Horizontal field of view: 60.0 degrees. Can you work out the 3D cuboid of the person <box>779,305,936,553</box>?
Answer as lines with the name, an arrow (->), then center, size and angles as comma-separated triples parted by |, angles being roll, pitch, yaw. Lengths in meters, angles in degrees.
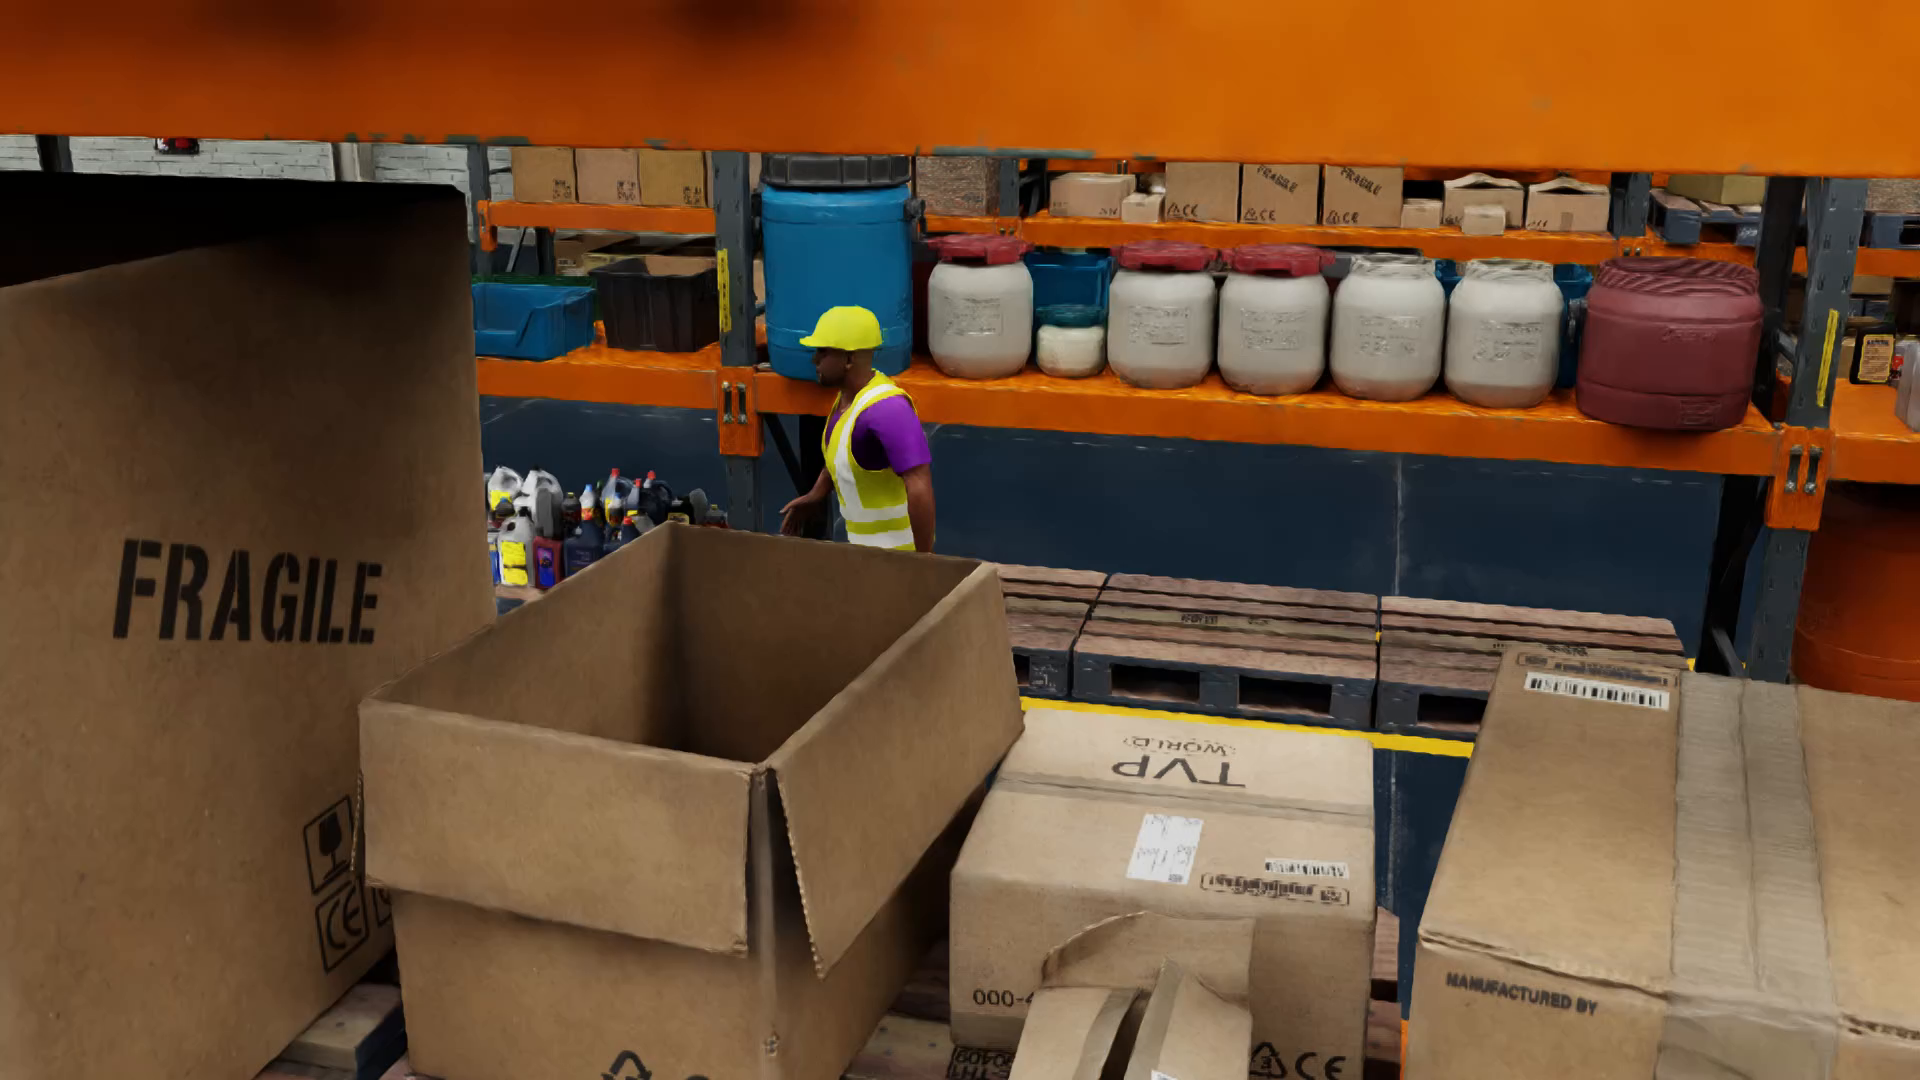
person -> -0.301, -0.003, 6.069 | 0.736, 1.716, 0.705 | -2, 18, -7
